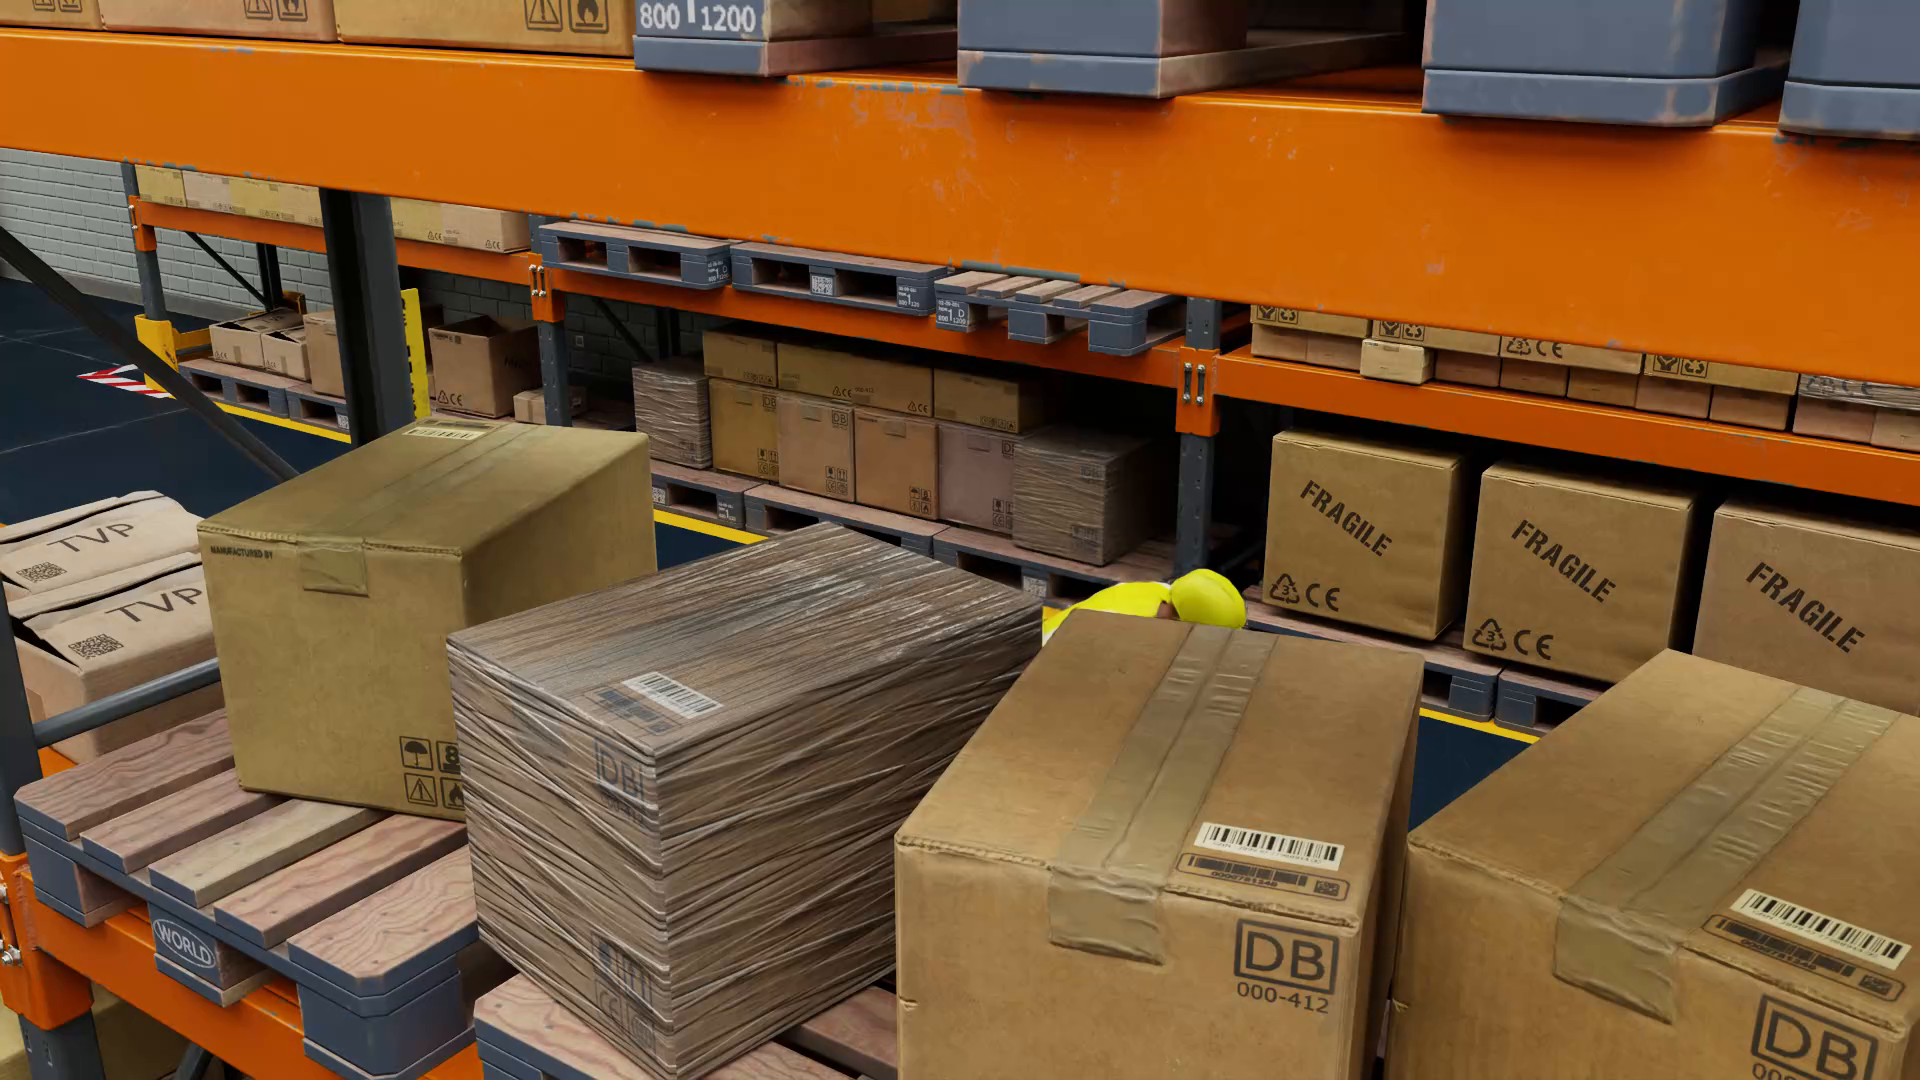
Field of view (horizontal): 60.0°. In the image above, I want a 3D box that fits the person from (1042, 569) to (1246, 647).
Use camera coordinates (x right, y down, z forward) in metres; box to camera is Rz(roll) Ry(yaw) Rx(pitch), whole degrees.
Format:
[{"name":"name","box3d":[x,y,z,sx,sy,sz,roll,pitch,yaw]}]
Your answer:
[{"name":"person","box3d":[0.468,0.601,5.190,0.839,1.207,0.620,13,23,32]}]
